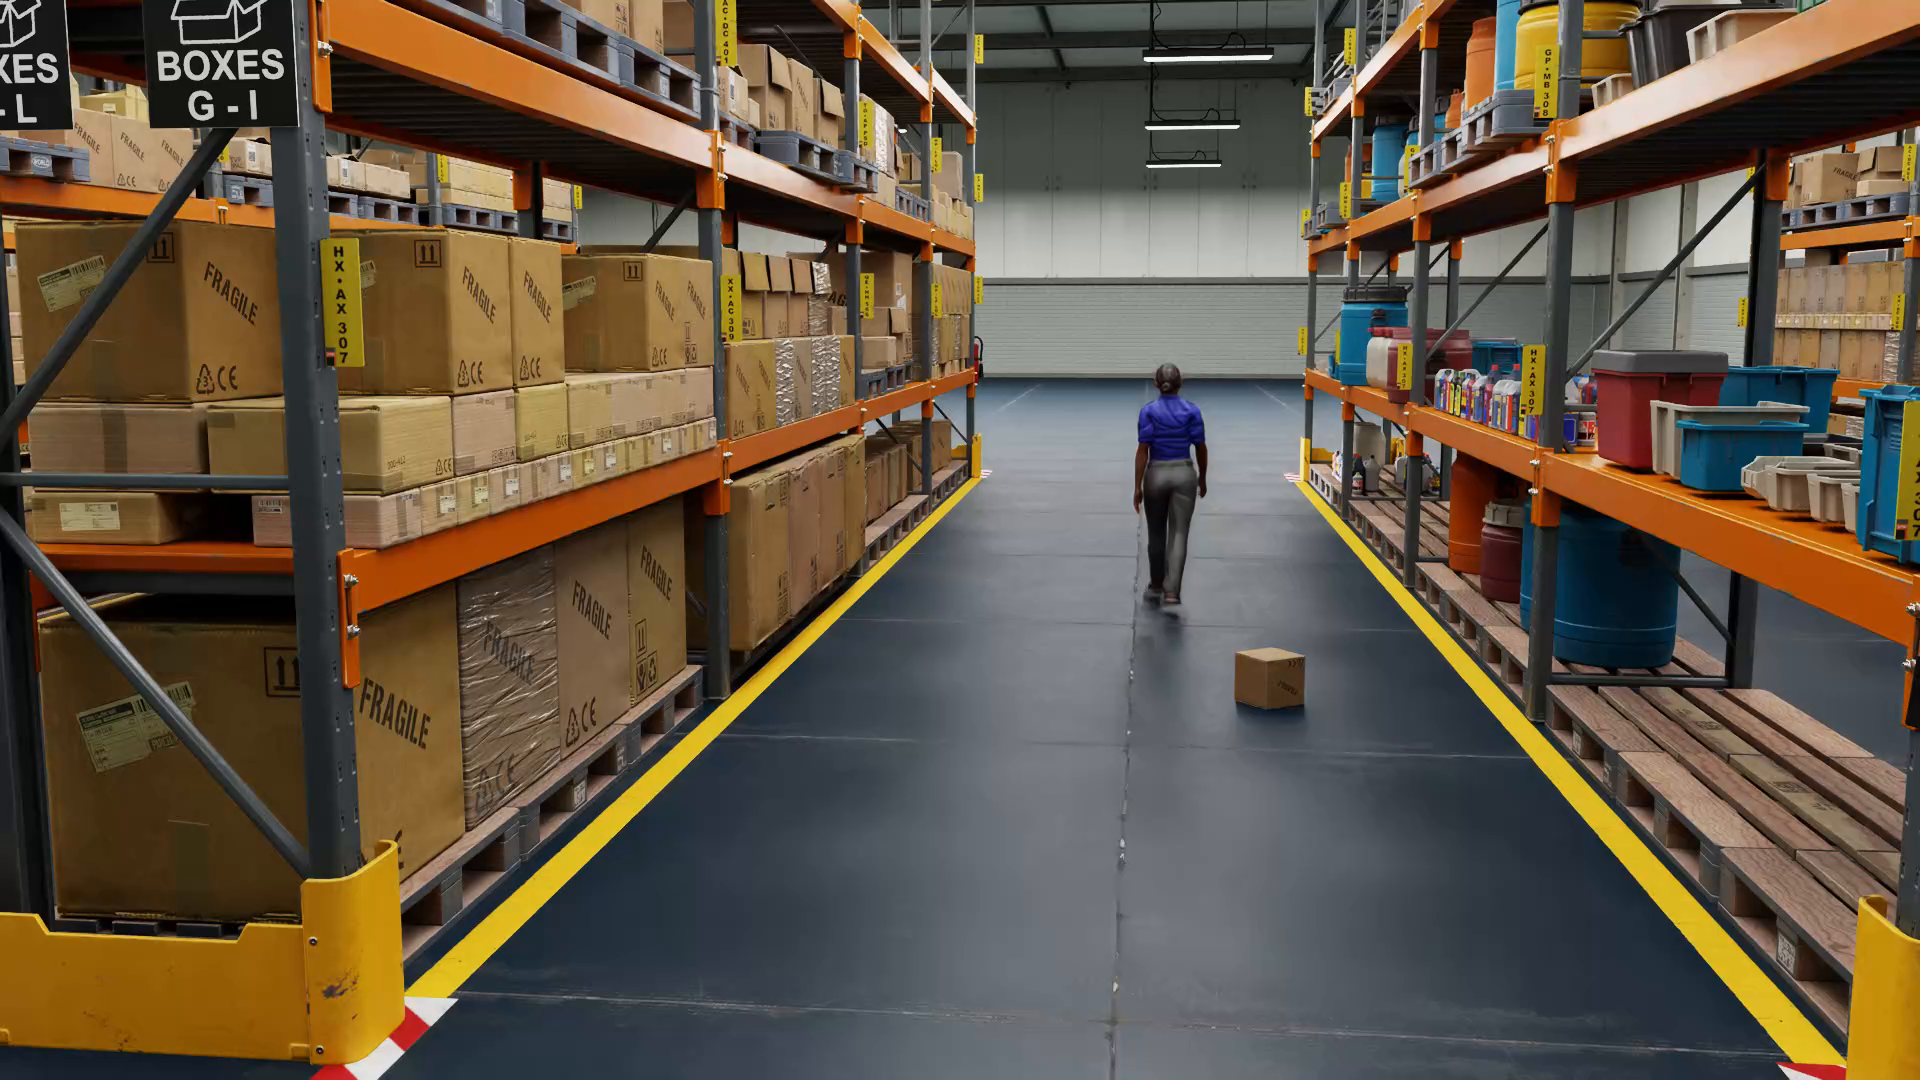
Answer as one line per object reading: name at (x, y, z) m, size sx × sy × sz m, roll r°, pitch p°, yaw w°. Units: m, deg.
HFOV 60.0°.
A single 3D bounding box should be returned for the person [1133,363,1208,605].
person at (1.420, -0.392, 11.175) m, size 0.475 × 1.595 × 0.989 m, roll 1°, pitch 8°, yaw 10°
